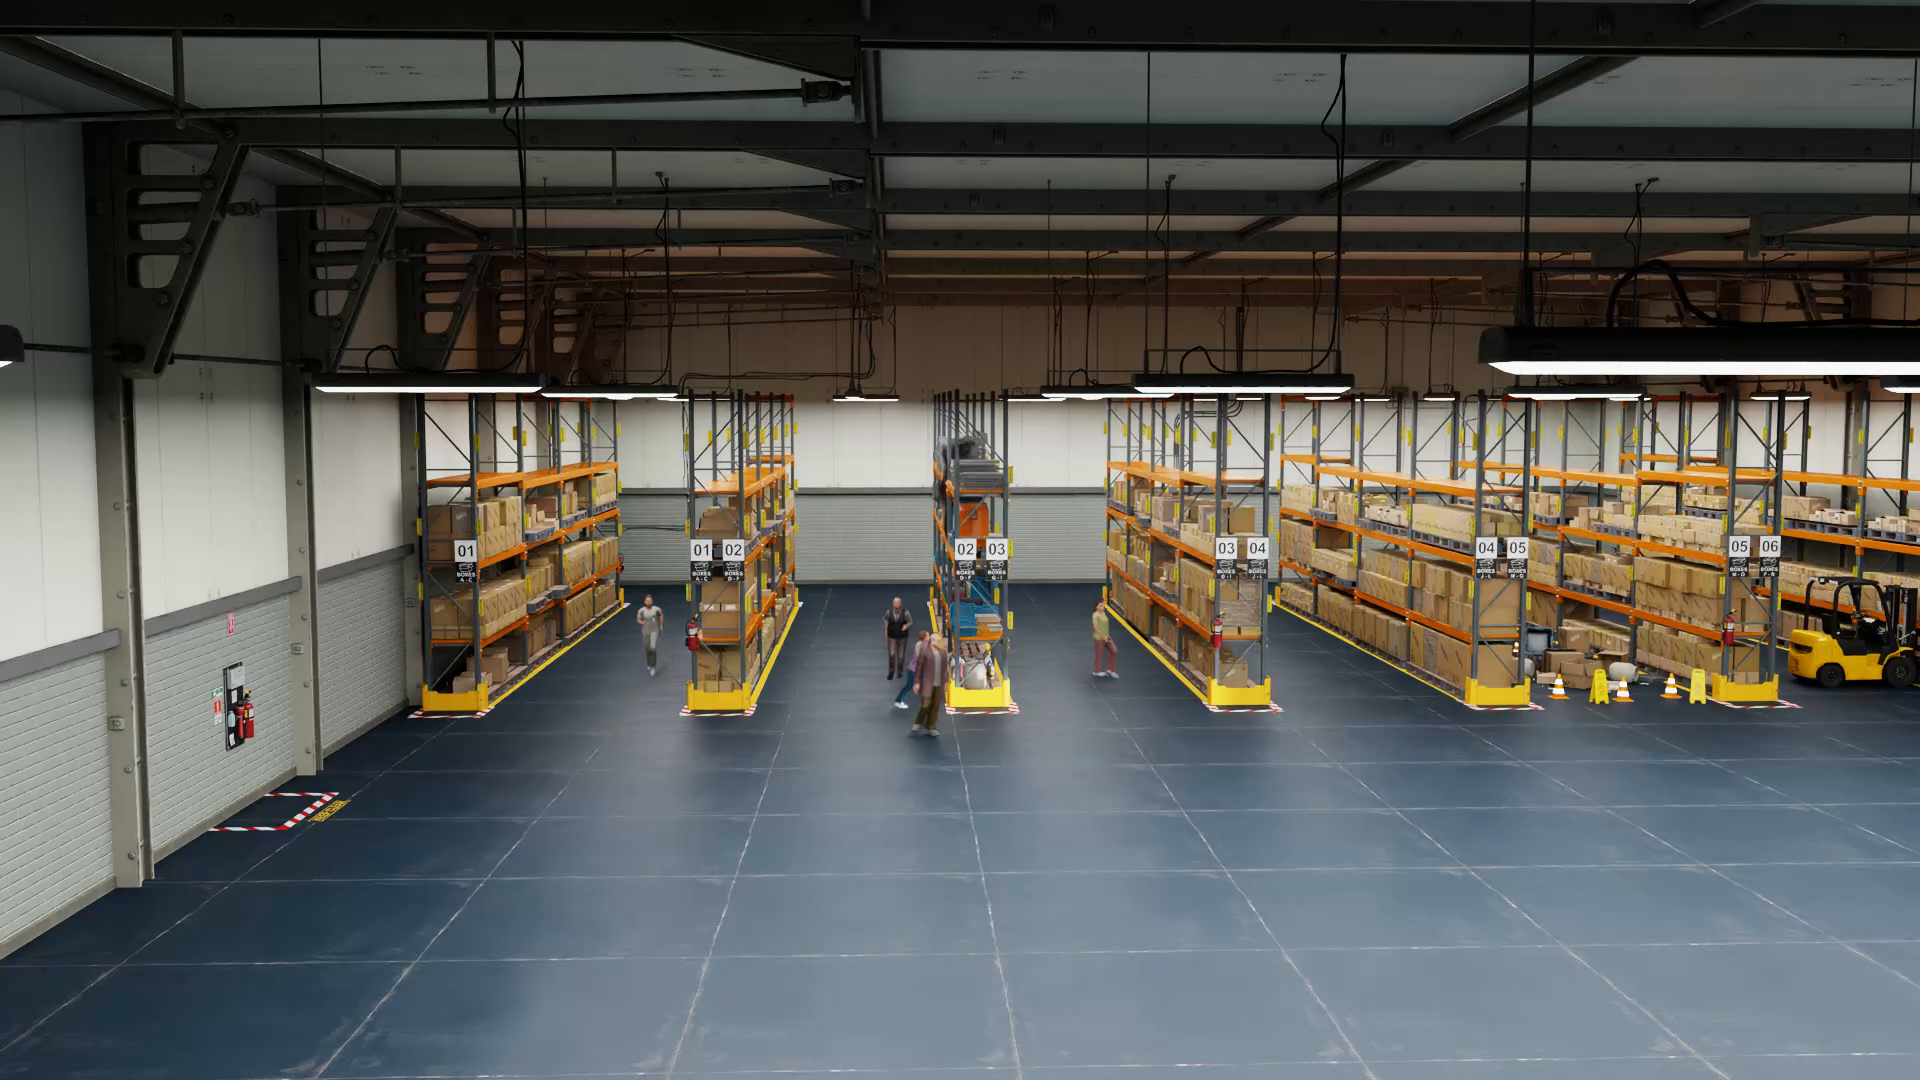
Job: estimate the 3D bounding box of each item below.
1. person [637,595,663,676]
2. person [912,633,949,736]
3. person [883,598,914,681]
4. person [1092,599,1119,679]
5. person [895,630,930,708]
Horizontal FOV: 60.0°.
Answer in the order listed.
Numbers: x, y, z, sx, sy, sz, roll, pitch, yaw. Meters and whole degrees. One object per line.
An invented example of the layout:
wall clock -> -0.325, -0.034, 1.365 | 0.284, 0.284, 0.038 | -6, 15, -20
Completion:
person -> -6.583, 2.012, 35.319 | 0.504, 1.713, 0.817 | 0, 5, -2
person -> -0.518, 2.489, 28.698 | 0.672, 1.772, 0.537 | -3, 6, -33
person -> -1.288, 2.062, 34.463 | 0.664, 1.736, 0.720 | 0, 5, 1
person -> 2.960, 2.066, 34.699 | 0.619, 1.675, 0.596 | -4, 6, -42
person -> -0.798, 2.428, 30.848 | 0.905, 1.568, 0.534 | 3, 5, 32
